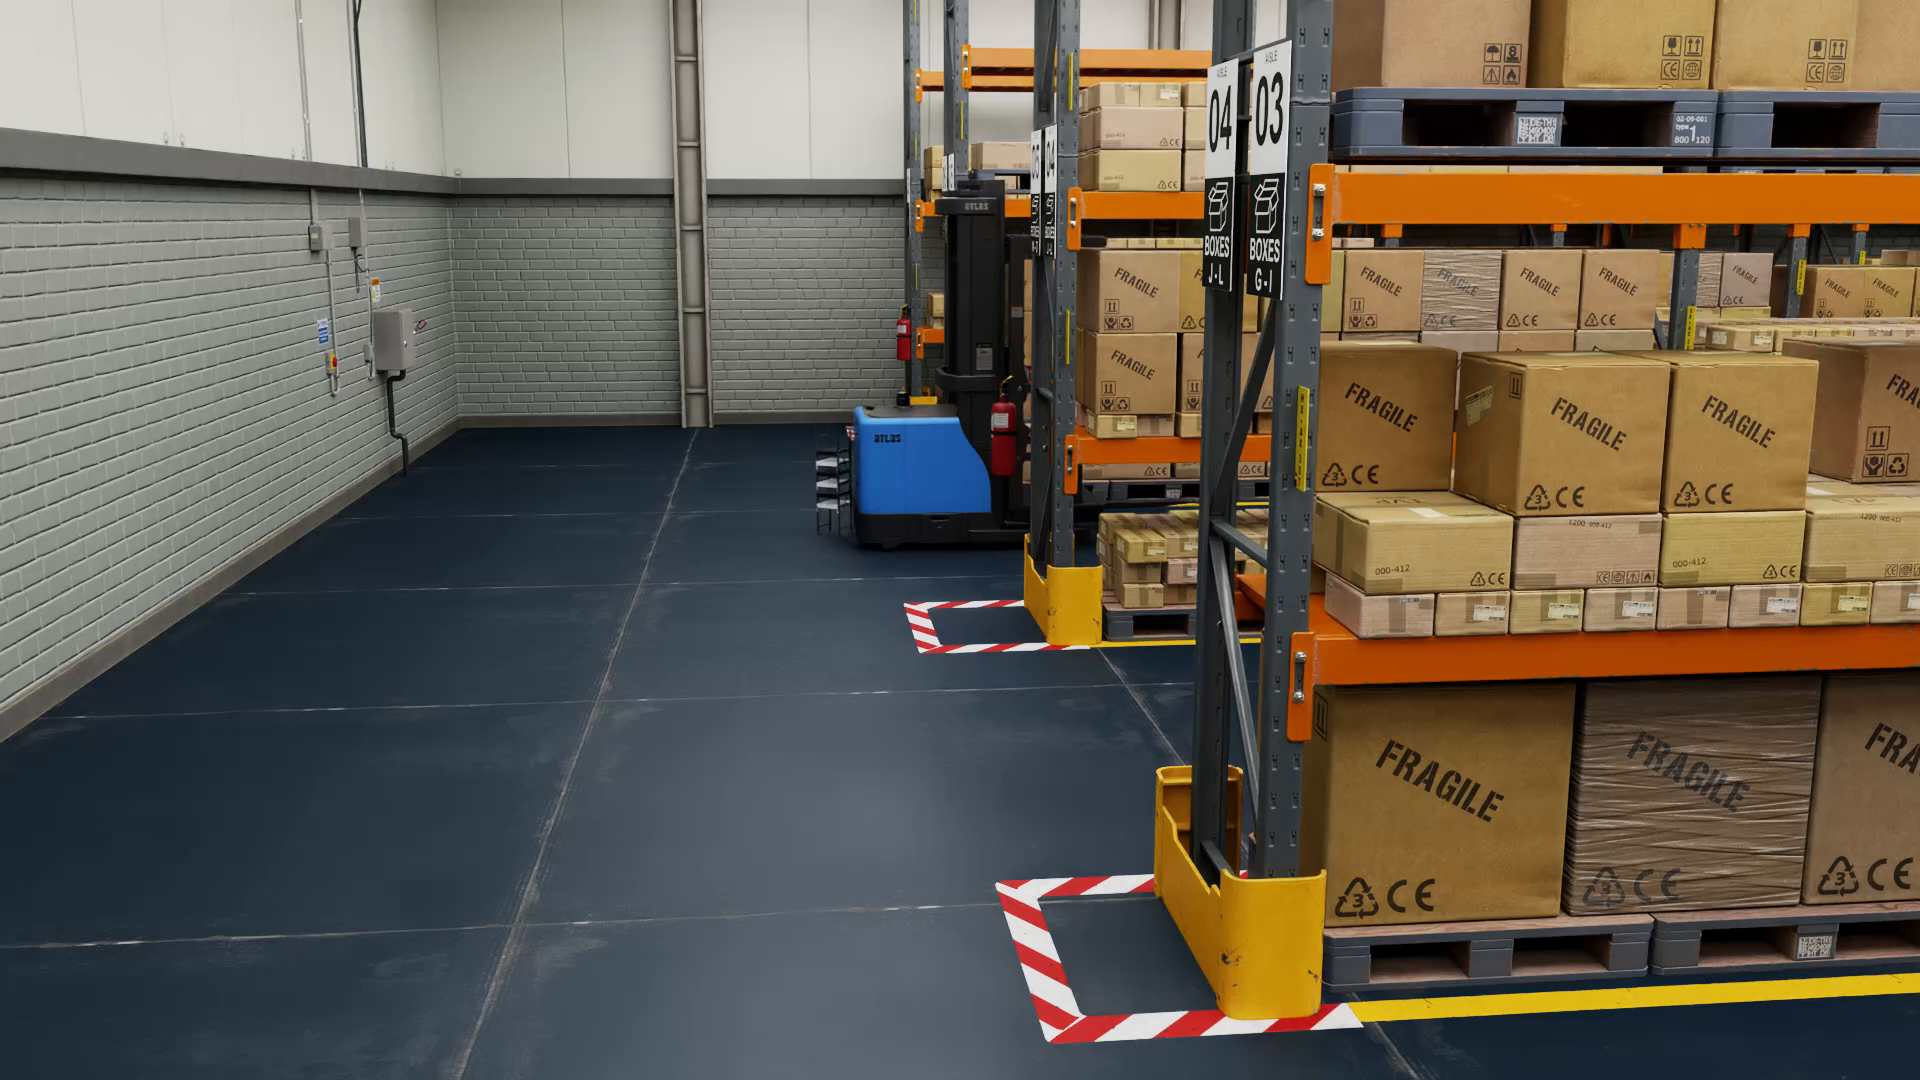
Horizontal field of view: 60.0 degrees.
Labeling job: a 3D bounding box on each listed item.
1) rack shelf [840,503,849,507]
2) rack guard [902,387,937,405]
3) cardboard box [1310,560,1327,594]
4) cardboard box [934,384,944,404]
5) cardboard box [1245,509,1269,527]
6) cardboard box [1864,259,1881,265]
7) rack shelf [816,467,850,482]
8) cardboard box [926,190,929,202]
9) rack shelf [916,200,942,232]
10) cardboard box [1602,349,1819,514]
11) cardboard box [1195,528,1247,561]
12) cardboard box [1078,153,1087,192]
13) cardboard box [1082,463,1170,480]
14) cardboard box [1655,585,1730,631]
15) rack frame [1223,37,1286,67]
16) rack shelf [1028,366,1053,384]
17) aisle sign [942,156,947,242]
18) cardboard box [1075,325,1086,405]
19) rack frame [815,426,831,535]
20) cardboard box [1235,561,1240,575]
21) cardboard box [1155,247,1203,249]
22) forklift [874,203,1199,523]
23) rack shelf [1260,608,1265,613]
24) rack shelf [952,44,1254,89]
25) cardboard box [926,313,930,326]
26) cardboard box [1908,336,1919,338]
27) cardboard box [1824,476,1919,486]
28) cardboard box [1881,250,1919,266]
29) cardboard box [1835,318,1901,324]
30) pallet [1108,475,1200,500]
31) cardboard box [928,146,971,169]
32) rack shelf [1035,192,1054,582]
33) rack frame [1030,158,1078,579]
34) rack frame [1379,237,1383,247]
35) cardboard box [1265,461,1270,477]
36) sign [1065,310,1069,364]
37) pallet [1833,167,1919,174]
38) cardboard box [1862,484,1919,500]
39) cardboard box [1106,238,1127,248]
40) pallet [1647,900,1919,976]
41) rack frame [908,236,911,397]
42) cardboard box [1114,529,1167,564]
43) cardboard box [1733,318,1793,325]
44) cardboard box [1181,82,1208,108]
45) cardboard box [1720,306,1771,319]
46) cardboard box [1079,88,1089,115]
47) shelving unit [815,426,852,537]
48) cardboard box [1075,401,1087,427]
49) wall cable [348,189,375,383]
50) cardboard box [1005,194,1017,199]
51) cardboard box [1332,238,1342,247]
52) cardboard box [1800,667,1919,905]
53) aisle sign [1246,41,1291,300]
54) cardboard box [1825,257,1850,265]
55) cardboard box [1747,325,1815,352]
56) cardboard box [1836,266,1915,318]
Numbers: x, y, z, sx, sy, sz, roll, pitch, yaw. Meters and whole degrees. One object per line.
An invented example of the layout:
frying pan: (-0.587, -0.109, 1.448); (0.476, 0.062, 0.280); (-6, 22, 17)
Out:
rack shelf: (-1.066, -0.302, 14.098); (0.184, 0.015, 0.199); (5, 12, 23)
rack guard: (-0.504, -1.592, 20.668); (0.348, 0.500, 1.175); (-1, 11, -6)
cardboard box: (1.349, 0.088, 6.293); (0.274, 0.149, 0.395); (-2, 11, -9)
cardboard box: (0.039, -1.792, 20.591); (0.637, 0.503, 0.797); (-2, 11, -8)
cardboard box: (2.120, -0.110, 11.410); (0.250, 0.149, 0.380); (-1, 11, -4)
cardboard box: (11.700, -3.530, 21.334); (0.250, 0.149, 0.380); (-1, 11, -5)
rack shelf: (-1.066, -0.552, 14.049); (0.200, 0.077, 0.258); (5, 12, 23)
cardboard box: (-0.286, -4.216, 20.413); (0.250, 0.149, 0.380); (-1, 11, -5)
rack shelf: (1.409, -3.977, 20.410); (4.000, 0.370, 1.077); (-1, 11, -6)
cardboard box: (2.549, -0.385, 5.725); (0.500, 0.500, 0.500); (-2, 11, -8)
cardboard box: (1.679, 0.028, 10.708); (0.250, 0.149, 0.380); (-1, 11, -6)
cardboard box: (1.019, -2.376, 10.790); (0.500, 0.250, 0.500); (-1, 11, -7)
cardboard box: (1.515, -0.867, 16.056); (0.875, 0.438, 0.875); (-1, 11, -5)
cardboard box: (2.441, 0.193, 5.761); (0.250, 0.149, 0.380); (-1, 11, -7)
rack frame: (1.030, -2.908, 5.334); (0.053, 2.616, 0.949); (-1, 11, -6)
rack shelf: (1.949, -1.553, 15.858); (4.000, 0.370, 1.077); (-1, 11, -6)
aisle sign: (-0.144, -3.198, 15.621); (0.004, 0.787, 0.394); (-1, 11, -6)
cardboard box: (1.015, -1.171, 11.019); (0.500, 0.500, 0.500); (-1, 11, -5)
rack frame: (-1.159, -0.504, 14.100); (0.006, 0.900, 0.240); (5, 12, 23)
cardboard box: (1.656, 0.151, 10.856); (0.250, 0.149, 0.380); (-1, 11, -5)
cardboard box: (1.527, -1.671, 10.969); (0.500, 0.500, 0.500); (-2, 11, -8)
forklift: (3.221, -3.324, 17.272); (8.879, 5.209, 8.052); (-1, 11, -7)
rack shelf: (3.019, 0.277, 6.177); (3.687, 0.071, 0.831); (-1, 11, -6)
rack shelf: (1.949, -4.301, 15.318); (4.000, 0.370, 1.077); (-1, 11, -6)
cardboard box: (-0.279, -2.752, 20.740); (0.250, 0.149, 0.380); (-1, 11, -7)
cardboard box: (4.013, -0.518, 6.401); (0.500, 0.500, 0.500); (-1, 11, -6)
cardboard box: (3.503, -0.139, 6.417); (0.500, 0.250, 0.500); (-1, 11, -5)
cardboard box: (9.510, -2.839, 16.732); (0.250, 0.149, 0.380); (-2, 11, -9)
cardboard box: (6.246, -1.448, 11.479); (0.250, 0.149, 0.380); (-2, 11, -9)
pallet: (1.957, -0.553, 16.133); (1.213, 0.211, 1.003); (-1, 11, -6)
cardboard box: (-0.111, -4.567, 19.869); (0.500, 0.250, 0.500); (-1, 11, -7)
rack shelf: (0.596, -0.917, 10.756); (0.053, 2.616, 0.949); (-1, 11, -6)
rack frame: (0.596, -0.917, 10.759); (0.127, 3.000, 1.000); (-1, 11, -6)
rack frame: (3.937, -1.949, 16.004); (0.053, 2.616, 0.949); (-1, 11, -6)
cardboard box: (3.301, -0.904, 16.246); (0.875, 0.438, 0.875); (-1, 11, -7)
sign: (0.654, -1.238, 10.146); (0.005, 0.325, 0.100); (-1, 11, -6)
pallet: (6.228, -2.395, 10.986); (1.003, 0.211, 1.213); (-1, 11, -6)
cardboard box: (3.575, -0.038, 5.905); (0.500, 0.250, 0.500); (-1, 11, -5)
cardboard box: (1.382, -2.704, 15.314); (0.250, 0.149, 0.380); (-1, 11, -6)
pallet: (3.027, 1.348, 6.466); (1.213, 0.211, 1.003); (-1, 11, -6)
rack frame: (-0.579, -2.816, 20.415); (0.053, 2.616, 0.949); (-1, 11, -6)
cardboard box: (1.153, 0.038, 10.660); (0.250, 0.149, 0.380); (-2, 11, -9)
cardboard box: (5.474, -1.432, 11.397); (0.250, 0.149, 0.380); (-2, 11, -8)
cardboard box: (1.475, -2.713, 10.177); (0.250, 0.149, 0.380); (-1, 11, -6)
cardboard box: (7.460, -2.144, 16.092); (0.500, 0.250, 0.500); (-1, 11, -6)
cardboard box: (0.894, -2.820, 10.719); (0.250, 0.149, 0.380); (-1, 11, -7)
shelving unit: (5.496, -1.195, 9.457); (15.758, 4.048, 2.959); (5, 12, 23)
cardboard box: (0.889, -0.855, 11.093); (0.250, 0.149, 0.380); (-1, 11, -6)
wall cable: (-5.807, -2.513, 16.241); (0.122, 1.984, 0.588); (-1, 11, -6)
cardboard box: (0.536, -4.125, 19.950); (0.250, 0.149, 0.380); (-1, 11, -5)
cardboard box: (3.391, -2.754, 15.567); (0.250, 0.149, 0.380); (-1, 11, -5)
cardboard box: (3.448, 0.806, 6.411); (0.875, 0.875, 0.875); (-1, 11, -6)
aisle sign: (0.992, -1.181, 5.359); (0.004, 0.787, 0.394); (-1, 11, -6)
cardboard box: (11.635, -3.644, 21.918); (0.250, 0.149, 0.380); (-1, 11, -6)
cardboard box: (5.290, -1.303, 10.738); (0.250, 0.149, 0.380); (-1, 11, -4)
cardboard box: (8.903, -2.410, 16.230); (0.500, 0.500, 0.500); (-1, 11, -3)
